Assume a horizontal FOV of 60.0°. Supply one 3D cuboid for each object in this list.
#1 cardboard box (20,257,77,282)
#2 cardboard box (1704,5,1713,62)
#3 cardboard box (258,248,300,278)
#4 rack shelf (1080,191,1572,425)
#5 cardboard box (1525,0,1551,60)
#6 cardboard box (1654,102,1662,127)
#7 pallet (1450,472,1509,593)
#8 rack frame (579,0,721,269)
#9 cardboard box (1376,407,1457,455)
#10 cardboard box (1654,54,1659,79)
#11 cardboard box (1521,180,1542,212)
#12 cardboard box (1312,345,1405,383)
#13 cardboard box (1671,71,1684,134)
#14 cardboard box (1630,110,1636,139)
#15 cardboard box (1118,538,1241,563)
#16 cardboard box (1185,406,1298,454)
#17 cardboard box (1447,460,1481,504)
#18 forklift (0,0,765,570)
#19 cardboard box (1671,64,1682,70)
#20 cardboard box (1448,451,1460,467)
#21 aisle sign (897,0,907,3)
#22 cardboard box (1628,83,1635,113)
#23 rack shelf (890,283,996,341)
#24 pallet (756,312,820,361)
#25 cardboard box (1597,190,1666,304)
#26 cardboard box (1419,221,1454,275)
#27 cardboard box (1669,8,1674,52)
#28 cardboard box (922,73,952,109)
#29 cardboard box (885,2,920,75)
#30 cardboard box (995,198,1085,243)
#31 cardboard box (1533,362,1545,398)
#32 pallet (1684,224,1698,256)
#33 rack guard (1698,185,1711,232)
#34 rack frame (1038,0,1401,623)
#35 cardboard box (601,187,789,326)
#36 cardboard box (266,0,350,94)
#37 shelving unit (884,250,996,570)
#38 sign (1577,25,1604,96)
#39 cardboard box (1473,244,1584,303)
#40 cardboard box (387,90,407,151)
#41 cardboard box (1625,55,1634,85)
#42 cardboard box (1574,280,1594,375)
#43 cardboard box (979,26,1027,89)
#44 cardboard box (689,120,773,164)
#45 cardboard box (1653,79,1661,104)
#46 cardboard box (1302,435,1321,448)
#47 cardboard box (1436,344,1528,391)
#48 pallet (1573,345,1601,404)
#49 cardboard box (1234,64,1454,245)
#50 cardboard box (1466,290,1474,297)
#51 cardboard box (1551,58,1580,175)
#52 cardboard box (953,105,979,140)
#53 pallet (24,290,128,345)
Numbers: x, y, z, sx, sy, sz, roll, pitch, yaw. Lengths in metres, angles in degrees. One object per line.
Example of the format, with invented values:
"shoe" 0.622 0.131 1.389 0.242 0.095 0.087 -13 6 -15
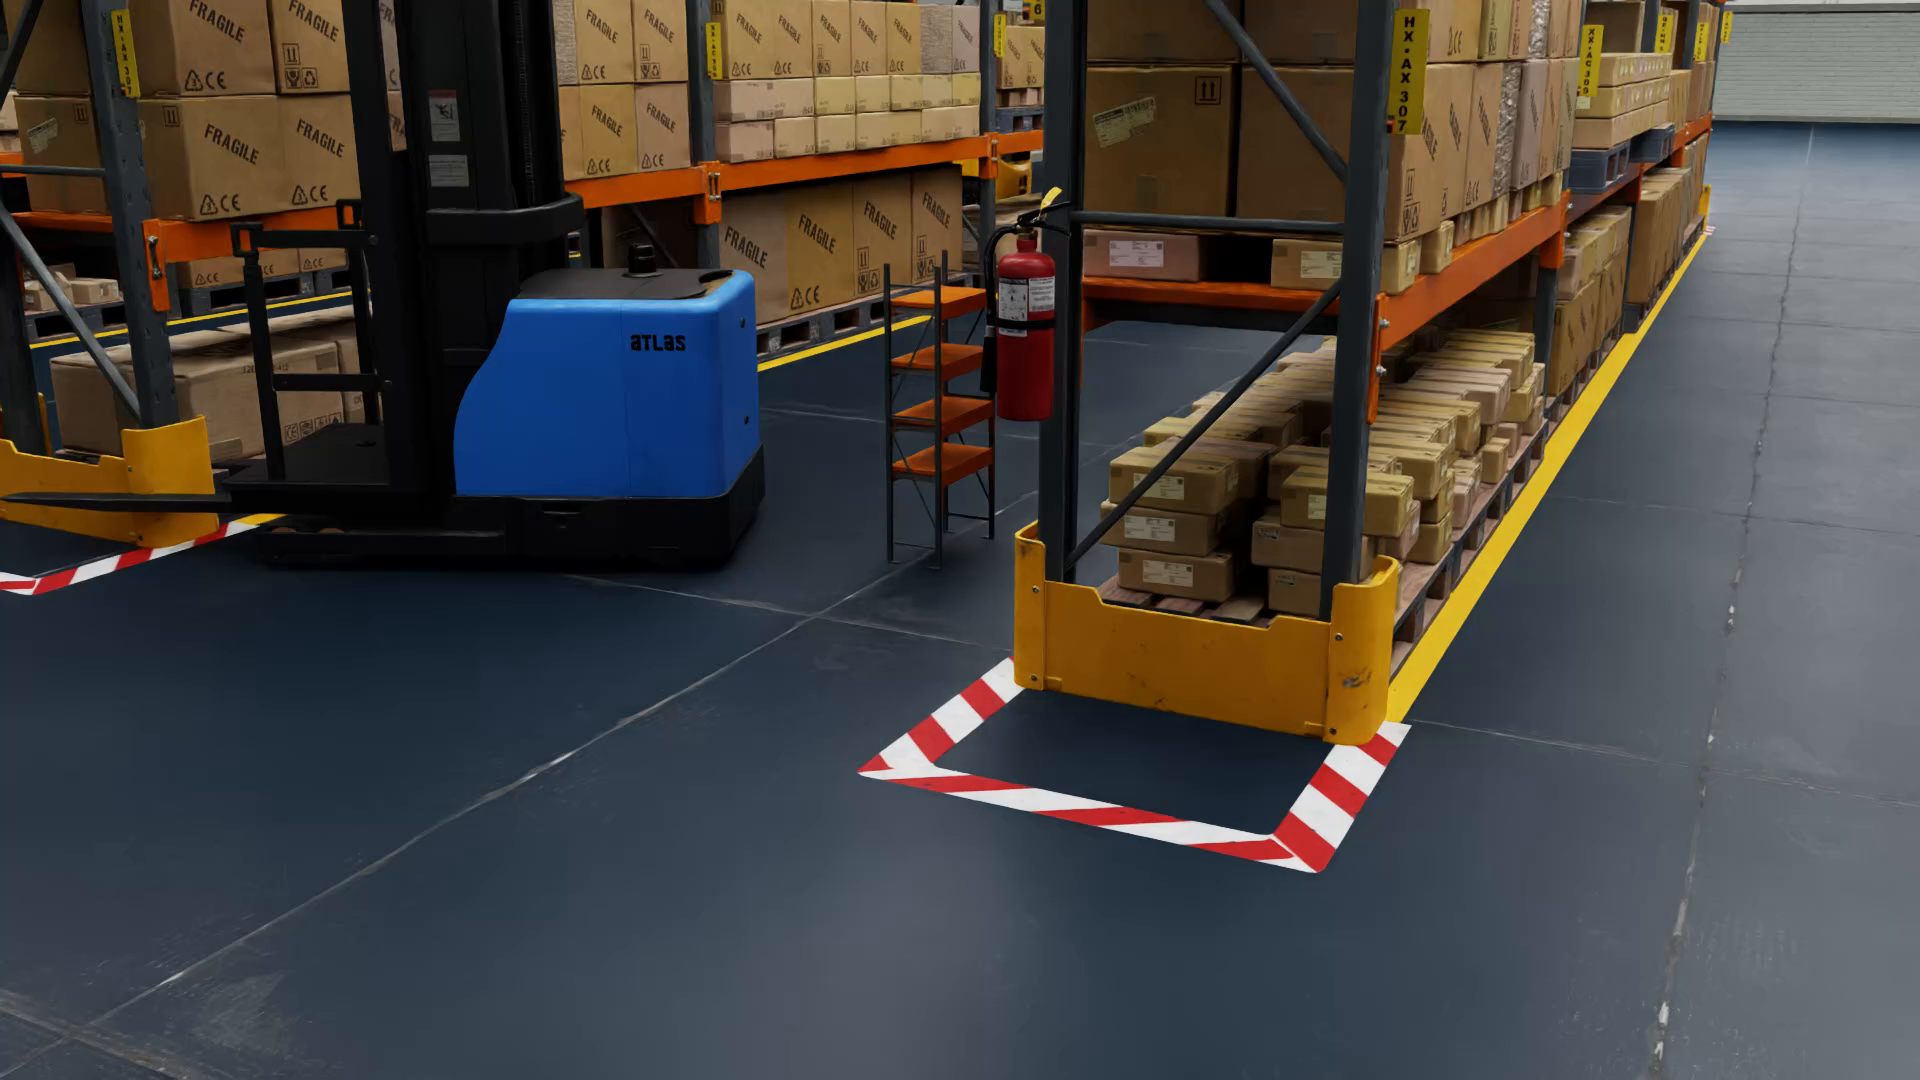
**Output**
"cardboard box" -6.915 -1.943 12.284 0.500 0.311 0.500 9 19 27
"cardboard box" 7.013 -5.063 16.641 0.875 0.550 0.500 8 18 25
"cardboard box" -5.762 -2.404 13.502 0.500 0.500 0.500 8 18 25
"rack shelf" 1.613 -1.080 6.657 1.077 0.370 4.000 8 18 25
"cardboard box" 2.071 -2.189 6.673 0.500 0.500 0.500 9 19 27
"cardboard box" 4.258 -2.722 10.623 0.380 0.149 0.250 8 19 26
"pallet" 1.695 -0.110 7.026 1.003 0.211 1.213 8 18 25
"rack frame" -1.967 -2.539 10.303 1.000 3.000 0.127 8 18 25
"cardboard box" 1.670 -0.402 6.336 0.380 0.149 0.250 9 19 28
"cardboard box" 4.025 -2.877 10.101 0.380 0.149 0.250 8 18 25
"cardboard box" 2.398 -1.572 7.489 0.380 0.149 0.250 9 19 28
"cardboard box" 1.827 -0.791 7.642 0.380 0.149 0.250 8 18 24
"cardboard box" 5.636 -3.596 13.687 0.500 0.500 0.500 8 18 26
"cardboard box" 3.555 -2.321 9.273 0.380 0.149 0.250 7 18 23
"cardboard box" 0.793 0.011 5.990 0.380 0.149 0.250 9 19 27
"cardboard box" 1.068 -0.399 6.326 0.380 0.149 0.250 7 18 23
"cardboard box" 1.919 -0.239 6.830 0.380 0.149 0.250 8 18 25
"forklift" -2.406 -1.435 6.710 3.031 2.935 1.130 1 17 2
"cardboard box" 6.236 -4.140 15.431 0.875 0.550 0.550 8 18 25
"cardboard box" 1.846 -0.403 6.861 0.380 0.149 0.250 9 19 28
"aisle sign" -0.755 -7.451 22.278 0.394 0.787 0.004 8 18 25
"cardboard box" 3.439 -2.398 9.012 0.380 0.149 0.250 7 18 23
"rack shelf" -0.074 -0.910 6.600 0.258 0.148 0.480 8 18 25
"pallet" -1.689 -1.408 11.395 1.003 0.211 1.213 8 18 25
"cardboard box" 4.647 -2.220 12.444 1.050 0.750 0.750 8 18 25
"cardboard box" 1.402 -0.968 5.456 0.380 0.149 0.250 8 18 24
"cardboard box" 5.637 -4.241 14.104 0.700 0.500 0.500 8 18 24
"cardboard box" -0.394 -3.439 12.718 0.500 0.250 0.500 8 18 24
"cardboard box" -0.626 -3.662 12.155 0.500 0.500 0.500 8 18 25
"cardboard box" 0.749 -3.023 15.813 0.950 0.372 0.625 9 19 27
"cardboard box" 2.651 -0.791 8.167 0.380 0.149 0.250 9 19 26
"pallet" 7.035 -3.131 17.196 1.003 0.211 1.213 8 18 25
"rack guard" 7.880 -3.799 18.937 1.175 0.500 0.348 8 18 25
"rack frame" 0.720 -0.916 4.839 1.000 3.000 0.127 8 18 25
"cardboard box" -1.761 -1.890 11.112 0.875 0.875 0.875 9 19 27
"cardboard box" -3.060 -2.266 7.452 0.500 0.500 0.500 8 18 24
"shelving unit" -0.074 -0.533 6.712 0.258 1.200 0.503 8 18 25
"sign" 2.996 -2.283 7.921 0.100 0.325 0.005 8 18 25
"cardboard box" 3.074 -1.452 8.980 0.500 0.250 0.500 7 18 23
"cardboard box" -2.838 -1.913 8.022 0.500 0.500 0.500 8 18 25
"cardboard box" 3.331 -2.479 8.762 0.380 0.149 0.250 8 18 26
"cardboard box" 3.309 -1.227 9.540 0.500 0.500 0.500 9 19 28
"cardboard box" 0.229 -4.035 13.904 0.500 0.500 0.500 8 18 24
"cardboard box" -1.534 -2.545 10.589 0.500 0.250 0.500 8 18 24
"cardboard box" 4.136 -2.794 10.344 0.380 0.149 0.250 8 18 25
"cardboard box" 1.282 -0.393 6.826 0.380 0.149 0.250 9 19 28
"cardboard box" 2.397 -0.796 7.662 0.380 0.149 0.250 8 18 25
"pallet" 3.398 -1.108 10.385 1.003 0.211 1.213 8 18 25
"cardboard box" 1.167 -1.186 5.050 0.500 0.500 0.500 9 19 28
"cardboard box" 2.614 -1.519 9.206 0.500 0.250 0.500 8 18 24
"cardboard box" 2.544 -1.966 7.677 0.500 0.500 0.500 8 18 25
"cardboard box" -0.173 -3.324 13.210 0.500 0.250 0.500 7 18 23
"pallet" -6.717 -1.658 12.235 1.003 0.211 1.213 8 18 25
